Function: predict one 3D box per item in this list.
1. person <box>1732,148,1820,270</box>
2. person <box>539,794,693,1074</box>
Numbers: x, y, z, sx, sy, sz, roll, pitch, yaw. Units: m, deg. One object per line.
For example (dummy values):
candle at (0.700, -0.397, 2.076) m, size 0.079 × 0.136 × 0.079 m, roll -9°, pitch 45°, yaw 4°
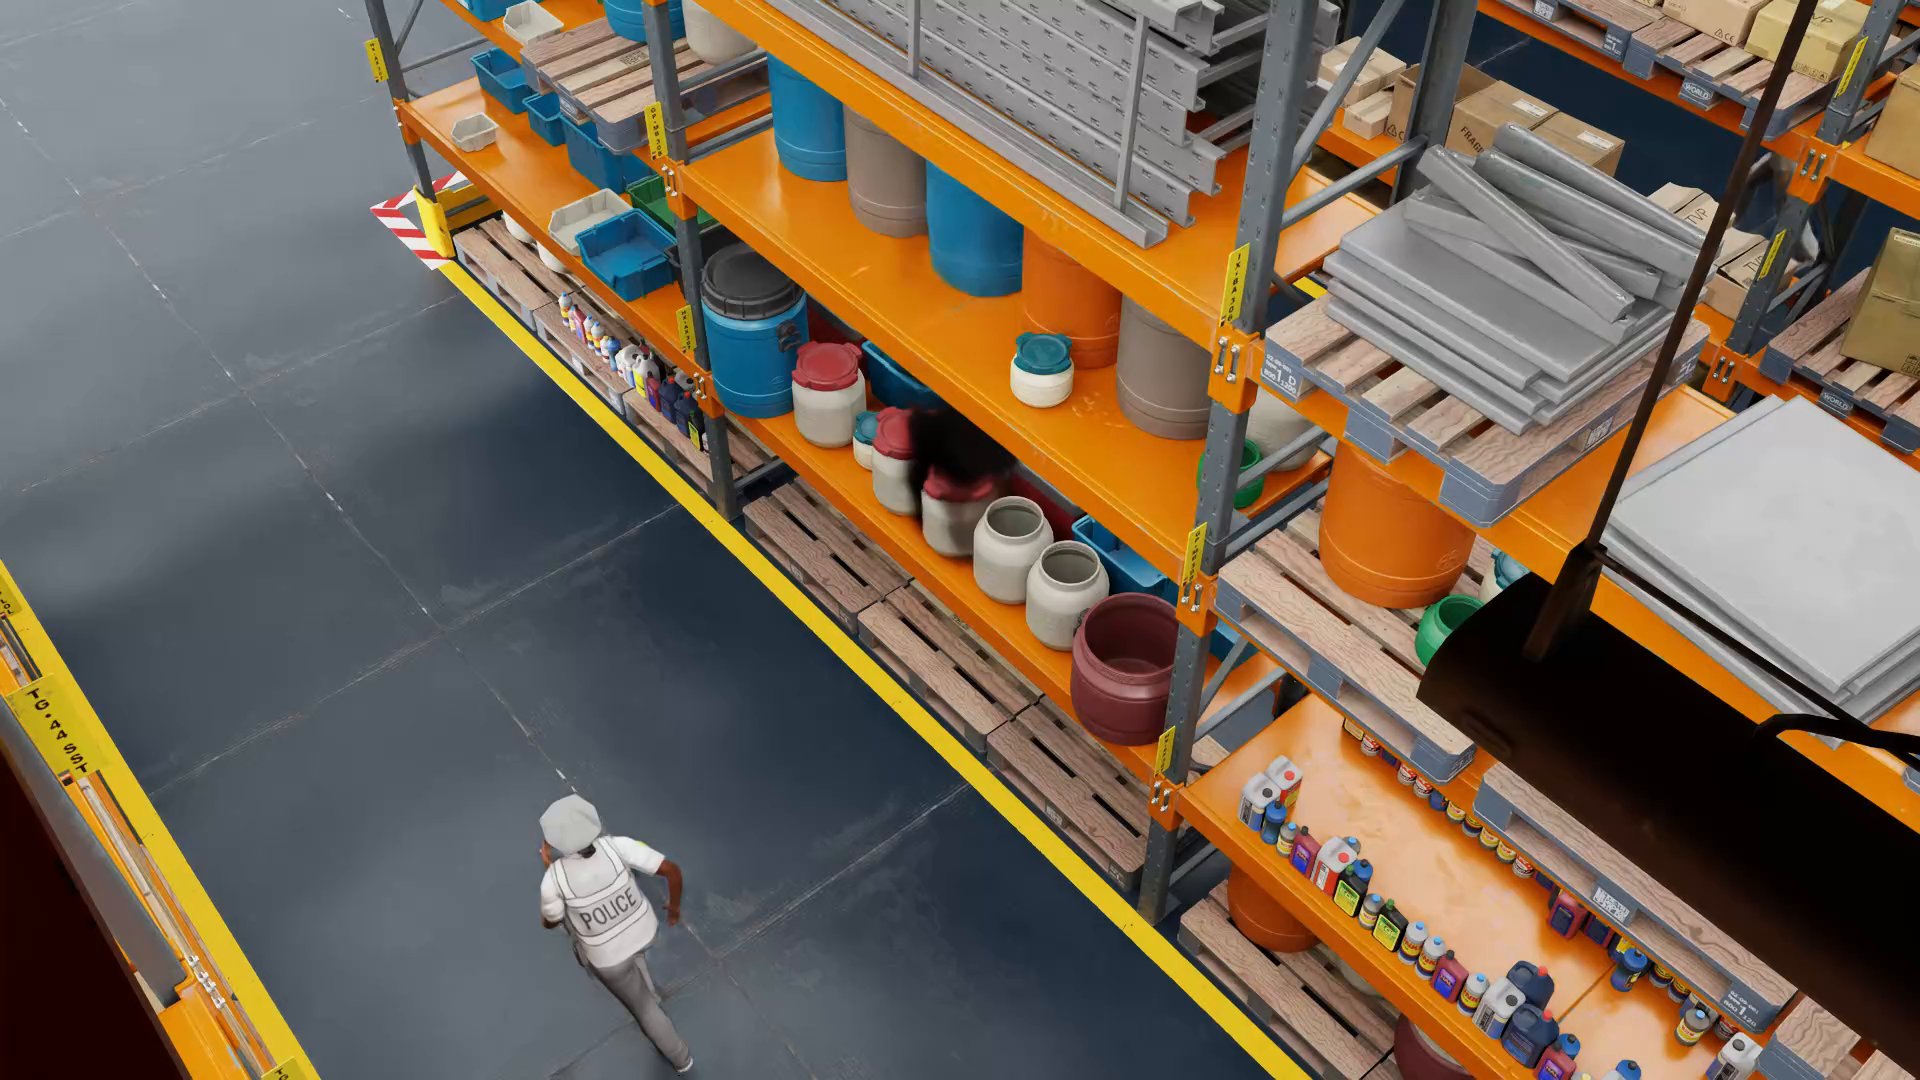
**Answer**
person at (6.250, -2.788, 12.490) m, size 0.951 × 1.670 × 0.565 m, roll 31°, pitch 54°, yaw 26°
person at (-1.591, 1.826, 7.734) m, size 0.830 × 1.665 × 0.565 m, roll 36°, pitch 56°, yaw 29°
